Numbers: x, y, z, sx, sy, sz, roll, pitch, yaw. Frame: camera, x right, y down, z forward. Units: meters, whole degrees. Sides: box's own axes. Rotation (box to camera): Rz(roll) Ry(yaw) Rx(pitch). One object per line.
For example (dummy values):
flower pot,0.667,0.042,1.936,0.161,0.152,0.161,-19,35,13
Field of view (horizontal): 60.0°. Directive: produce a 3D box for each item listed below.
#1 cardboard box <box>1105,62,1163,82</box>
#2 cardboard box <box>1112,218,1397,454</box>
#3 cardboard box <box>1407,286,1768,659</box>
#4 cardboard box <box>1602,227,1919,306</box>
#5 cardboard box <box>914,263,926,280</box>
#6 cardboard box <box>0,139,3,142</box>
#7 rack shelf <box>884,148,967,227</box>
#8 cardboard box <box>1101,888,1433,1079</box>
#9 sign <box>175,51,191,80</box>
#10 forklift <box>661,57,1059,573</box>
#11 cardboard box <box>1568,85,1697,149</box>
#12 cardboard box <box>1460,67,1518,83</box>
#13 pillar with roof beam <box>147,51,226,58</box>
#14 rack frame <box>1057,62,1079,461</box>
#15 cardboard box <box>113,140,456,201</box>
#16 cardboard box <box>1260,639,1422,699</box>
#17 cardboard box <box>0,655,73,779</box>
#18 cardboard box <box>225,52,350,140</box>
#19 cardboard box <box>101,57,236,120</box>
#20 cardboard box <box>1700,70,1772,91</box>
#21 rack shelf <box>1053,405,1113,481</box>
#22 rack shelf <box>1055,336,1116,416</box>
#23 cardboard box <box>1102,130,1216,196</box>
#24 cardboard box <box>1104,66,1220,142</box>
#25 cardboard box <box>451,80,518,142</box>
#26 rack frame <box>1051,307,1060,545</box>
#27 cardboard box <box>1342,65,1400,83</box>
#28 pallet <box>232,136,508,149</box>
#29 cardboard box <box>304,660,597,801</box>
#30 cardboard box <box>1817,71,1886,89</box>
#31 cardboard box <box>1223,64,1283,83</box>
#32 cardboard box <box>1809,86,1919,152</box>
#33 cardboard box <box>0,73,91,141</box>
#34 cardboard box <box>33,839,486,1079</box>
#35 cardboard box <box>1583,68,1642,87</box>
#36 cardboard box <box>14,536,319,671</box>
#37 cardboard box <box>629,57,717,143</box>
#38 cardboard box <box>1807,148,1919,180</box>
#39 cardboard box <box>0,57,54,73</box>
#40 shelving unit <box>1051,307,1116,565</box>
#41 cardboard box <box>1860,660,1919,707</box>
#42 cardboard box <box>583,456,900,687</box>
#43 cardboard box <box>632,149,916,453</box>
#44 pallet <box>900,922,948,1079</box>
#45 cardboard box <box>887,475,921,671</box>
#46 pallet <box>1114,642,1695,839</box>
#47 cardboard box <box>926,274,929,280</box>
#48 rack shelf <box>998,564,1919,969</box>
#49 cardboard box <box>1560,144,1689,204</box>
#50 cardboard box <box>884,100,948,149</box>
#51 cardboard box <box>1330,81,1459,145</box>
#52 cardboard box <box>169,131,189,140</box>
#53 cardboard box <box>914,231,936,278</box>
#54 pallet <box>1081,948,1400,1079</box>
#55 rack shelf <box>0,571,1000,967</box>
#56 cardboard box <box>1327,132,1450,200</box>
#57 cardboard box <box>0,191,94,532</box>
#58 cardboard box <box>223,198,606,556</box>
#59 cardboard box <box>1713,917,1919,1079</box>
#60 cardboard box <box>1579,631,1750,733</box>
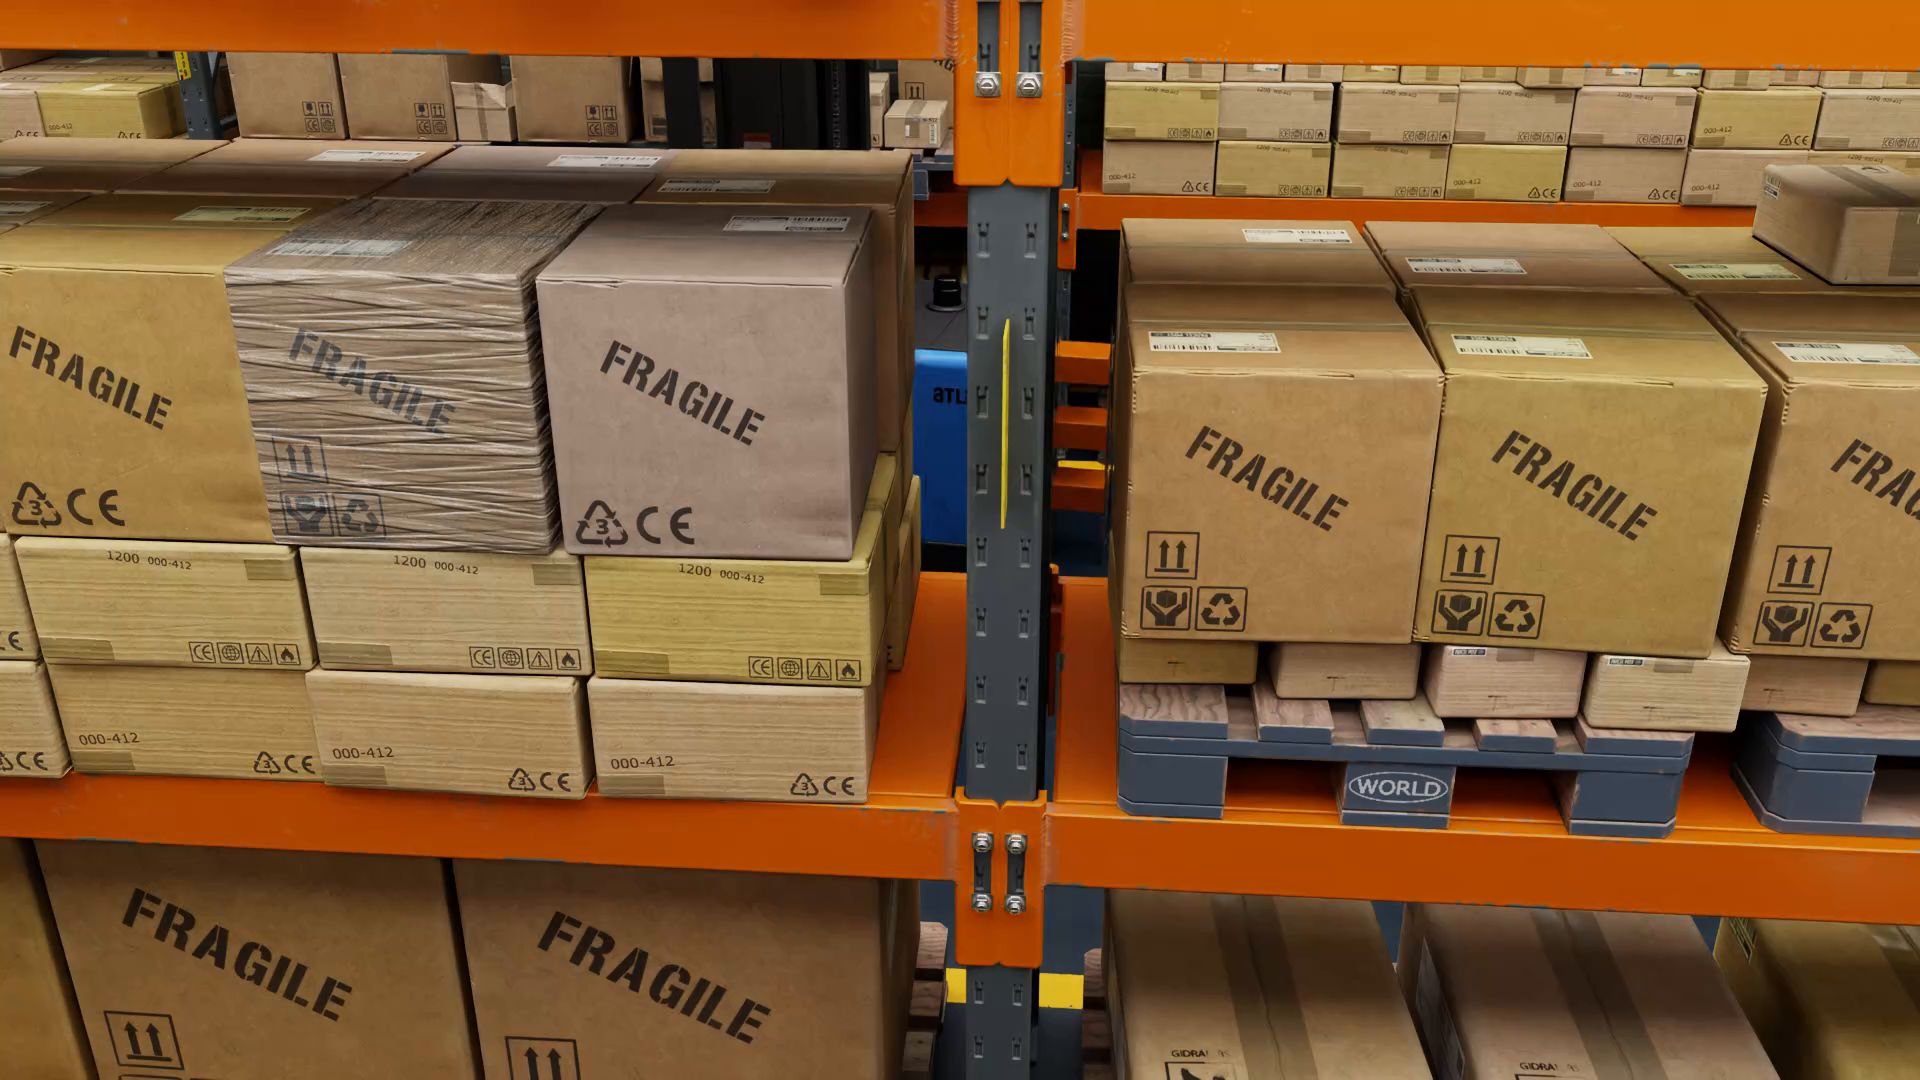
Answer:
cardboard box,0.784,-2.167,7.474,0.250,0.149,0.380,3,25,6
cardboard box,0.587,-0.363,3.473,0.500,0.500,0.500,1,25,2
cardboard box,1.063,-0.137,2.982,0.500,0.500,0.500,3,25,7
cardboard box,1.606,-0.335,3.413,0.500,0.500,0.500,0,25,0
cardboard box,-0.298,-1.215,8.015,0.250,0.149,0.380,1,25,1
cardboard box,-2.391,-0.571,3.586,0.500,0.500,0.500,3,25,6
rack shelf,-1.506,-1.697,8.209,4.000,0.370,1.077,2,25,4
cardboard box,0.675,1.135,3.837,0.625,0.372,0.950,0,25,0
sign,-3.534,-2.254,7.525,0.005,0.325,0.100,2,25,4
forklift,-1.142,-1.355,6.689,3.031,2.935,1.130,5,25,11
cardboard box,2.945,-1.932,7.441,0.500,0.250,0.500,2,25,5
cardboard box,2.338,-2.162,7.464,0.250,0.149,0.380,2,25,4
pillar with roof beam,-4.455,-3.416,3.909,0.400,9.000,9.100,2,25,4
rack frame,0.488,-1.959,7.920,0.127,3.000,1.000,2,25,4
cardboard box,-1.371,-0.543,3.525,0.500,0.500,0.500,3,25,5
cardboard box,0.701,0.144,3.147,0.250,0.149,0.380,0,25,1
cardboard box,-1.934,0.233,3.336,0.500,0.250,0.500,1,25,3
cardboard box,-3.035,-2.215,7.853,0.500,0.500,0.700,2,25,5
cardboard box,-3.973,-2.283,8.446,0.500,0.250,0.500,2,25,3
cardboard box,3.348,-2.074,7.272,0.250,0.149,0.380,1,25,2
rack shelf,0.504,-0.414,6.919,0.240,0.259,0.215,5,25,11
rack shelf,0.504,-0.672,6.800,0.240,0.259,0.215,5,25,11
cardboard box,0.912,-1.775,7.699,0.500,0.250,0.500,2,25,4
cardboard box,0.910,-1.992,7.572,0.500,0.250,0.500,2,25,4
cardboard box,-2.144,-2.013,7.694,0.258,0.266,0.396,3,25,7
rack frame,0.385,-0.434,6.938,0.008,1.050,0.200,5,25,11
cardboard box,1.823,-2.162,7.465,0.250,0.149,0.380,2,25,5
pallet,-2.711,-1.929,8.084,1.213,0.211,1.003,2,25,4
cardboard box,-0.923,0.260,3.276,0.500,0.250,0.500,2,25,5
cardboard box,3.860,-2.091,7.309,0.250,0.149,0.380,1,25,3
cardboard box,1.308,-2.161,7.462,0.250,0.149,0.380,3,25,5
cardboard box,3.968,-1.900,7.371,0.500,0.250,0.500,1,25,3
cardboard box,-4.527,-2.079,8.003,0.500,0.250,0.500,2,25,4
cardboard box,-1.459,0.797,3.969,0.875,0.875,0.875,2,25,5
cardboard box,2.843,-2.118,7.370,0.250,0.149,0.380,2,25,4
cardboard box,-1.414,0.018,3.203,0.500,0.250,0.500,1,25,3
cardboard box,-1.153,-2.172,7.756,0.637,0.503,0.797,1,25,3
cardboard box,3.954,-1.670,7.471,0.500,0.250,0.500,2,25,5
cardboard box,-4.988,-2.313,8.512,0.500,0.250,0.500,2,25,5
shelving unit,0.504,-0.424,6.915,0.252,1.050,0.215,5,25,11
cardboard box,1.774,0.157,3.118,0.250,0.149,0.380,3,25,6
cardboard box,-0.390,0.041,3.154,0.500,0.250,0.500,2,25,4
cardboard box,-0.361,-0.508,3.449,0.500,0.500,0.500,1,25,2
pallet,-0.668,1.320,4.130,1.213,0.211,1.003,2,25,4
cardboard box,-0.357,0.057,3.717,0.500,0.250,0.500,1,25,3
pallet,0.831,0.175,3.511,1.003,0.211,1.213,2,25,4
cardboard box,-0.398,-1.169,8.690,0.500,0.500,0.500,2,25,4
rack shelf,2.106,0.500,3.435,4.000,0.370,1.077,2,25,4
cardboard box,2.960,-1.713,7.563,0.500,0.250,0.500,2,25,4
cardboard box,-0.196,-1.897,7.583,0.250,0.149,0.380,2,25,5
cardboard box,1.932,-1.962,7.506,0.500,0.250,0.500,1,25,3
cardboard box,-3.837,-1.878,8.044,0.250,0.149,0.380,2,25,5
cardboard box,-0.270,-1.476,8.580,0.250,0.149,0.380,3,25,6
pallet,0.891,1.402,3.951,1.213,0.211,1.003,2,25,4
rack shelf,-1.882,0.372,3.713,4.000,0.370,1.077,2,25,4
cardboard box,1.927,-1.743,7.630,0.500,0.250,0.500,1,25,2
cardboard box,-1.934,-0.349,3.103,0.500,0.500,0.500,1,25,3
cardboard box,-0.936,-0.311,3.021,0.500,0.500,0.500,2,25,5
cardboard box,2.167,1.182,3.735,0.625,0.372,0.950,3,25,6
cardboard box,1.243,0.189,3.049,0.250,0.149,0.380,2,25,4
